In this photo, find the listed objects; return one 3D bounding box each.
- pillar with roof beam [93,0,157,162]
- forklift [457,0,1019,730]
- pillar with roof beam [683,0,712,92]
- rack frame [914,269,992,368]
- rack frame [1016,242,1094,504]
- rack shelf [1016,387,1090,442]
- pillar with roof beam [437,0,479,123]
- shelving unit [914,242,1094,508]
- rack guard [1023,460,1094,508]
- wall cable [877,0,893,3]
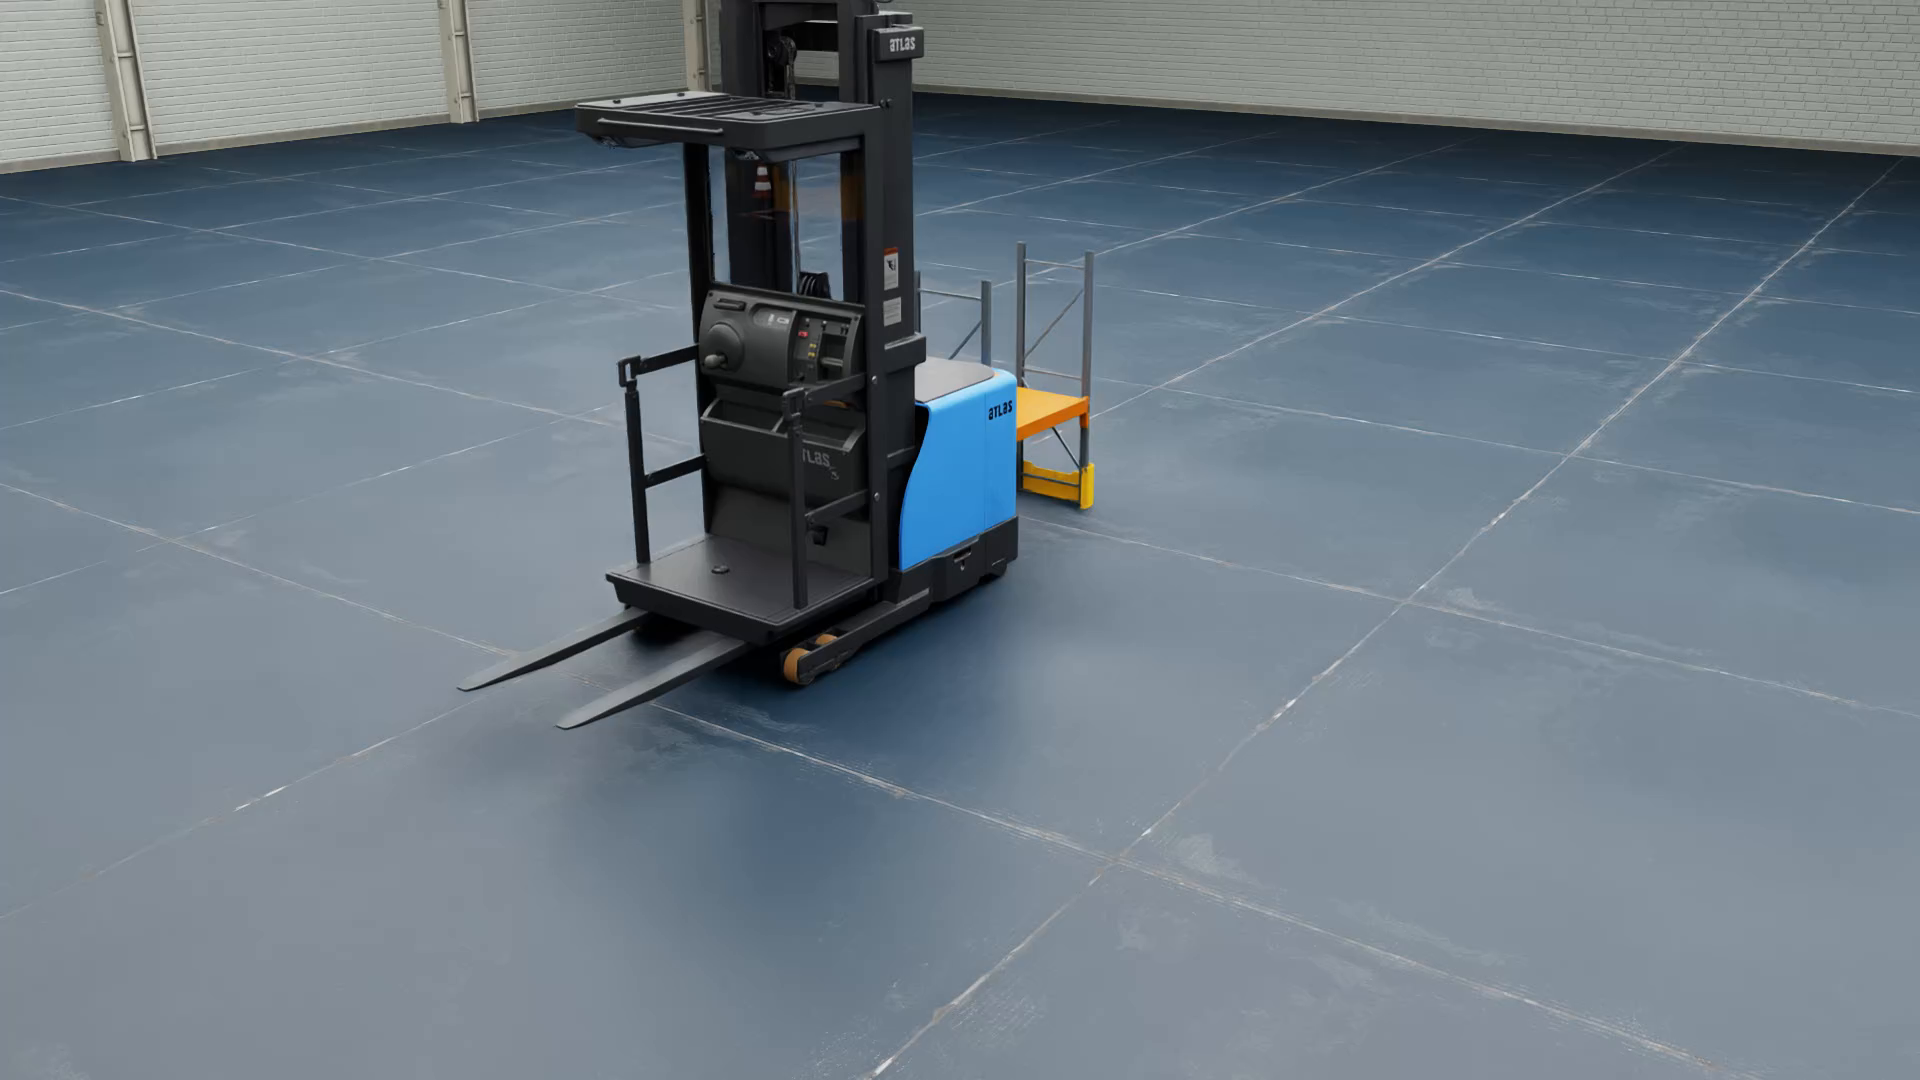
[{"bbox_3d":[-8.442,-8.945,20.476,9.100,9.000,0.400,13,24,32],"label":"pillar with roof beam"},{"bbox_3d":[-0.957,-0.910,7.499,1.130,2.935,3.031,14,24,33],"label":"forklift"},{"bbox_3d":[-1.697,-12.388,29.784,9.100,9.000,0.400,13,24,32],"label":"pillar with roof beam"},{"bbox_3d":[-0.049,-0.678,8.935,0.500,1.500,0.032,14,24,33],"label":"rack frame"},{"bbox_3d":[0.541,-0.965,9.711,0.500,1.500,0.032,14,24,33],"label":"rack frame"},{"bbox_3d":[0.246,-0.652,9.385,0.538,0.185,1.000,14,24,33],"label":"rack shelf"},{"bbox_3d":[-5.070,-10.666,25.130,9.100,9.000,0.400,13,24,32],"label":"pillar with roof beam"},{"bbox_3d":[0.241,-0.819,9.316,0.587,1.500,1.083,14,24,33],"label":"shelving unit"},{"bbox_3d":[0.530,-0.373,9.913,0.587,0.250,0.087,14,24,33],"label":"rack guard"},{"bbox_3d":[-2.507,-12.358,34.180,3.097,2.526,0.112,13,24,32],"label":"wall cable"}]
